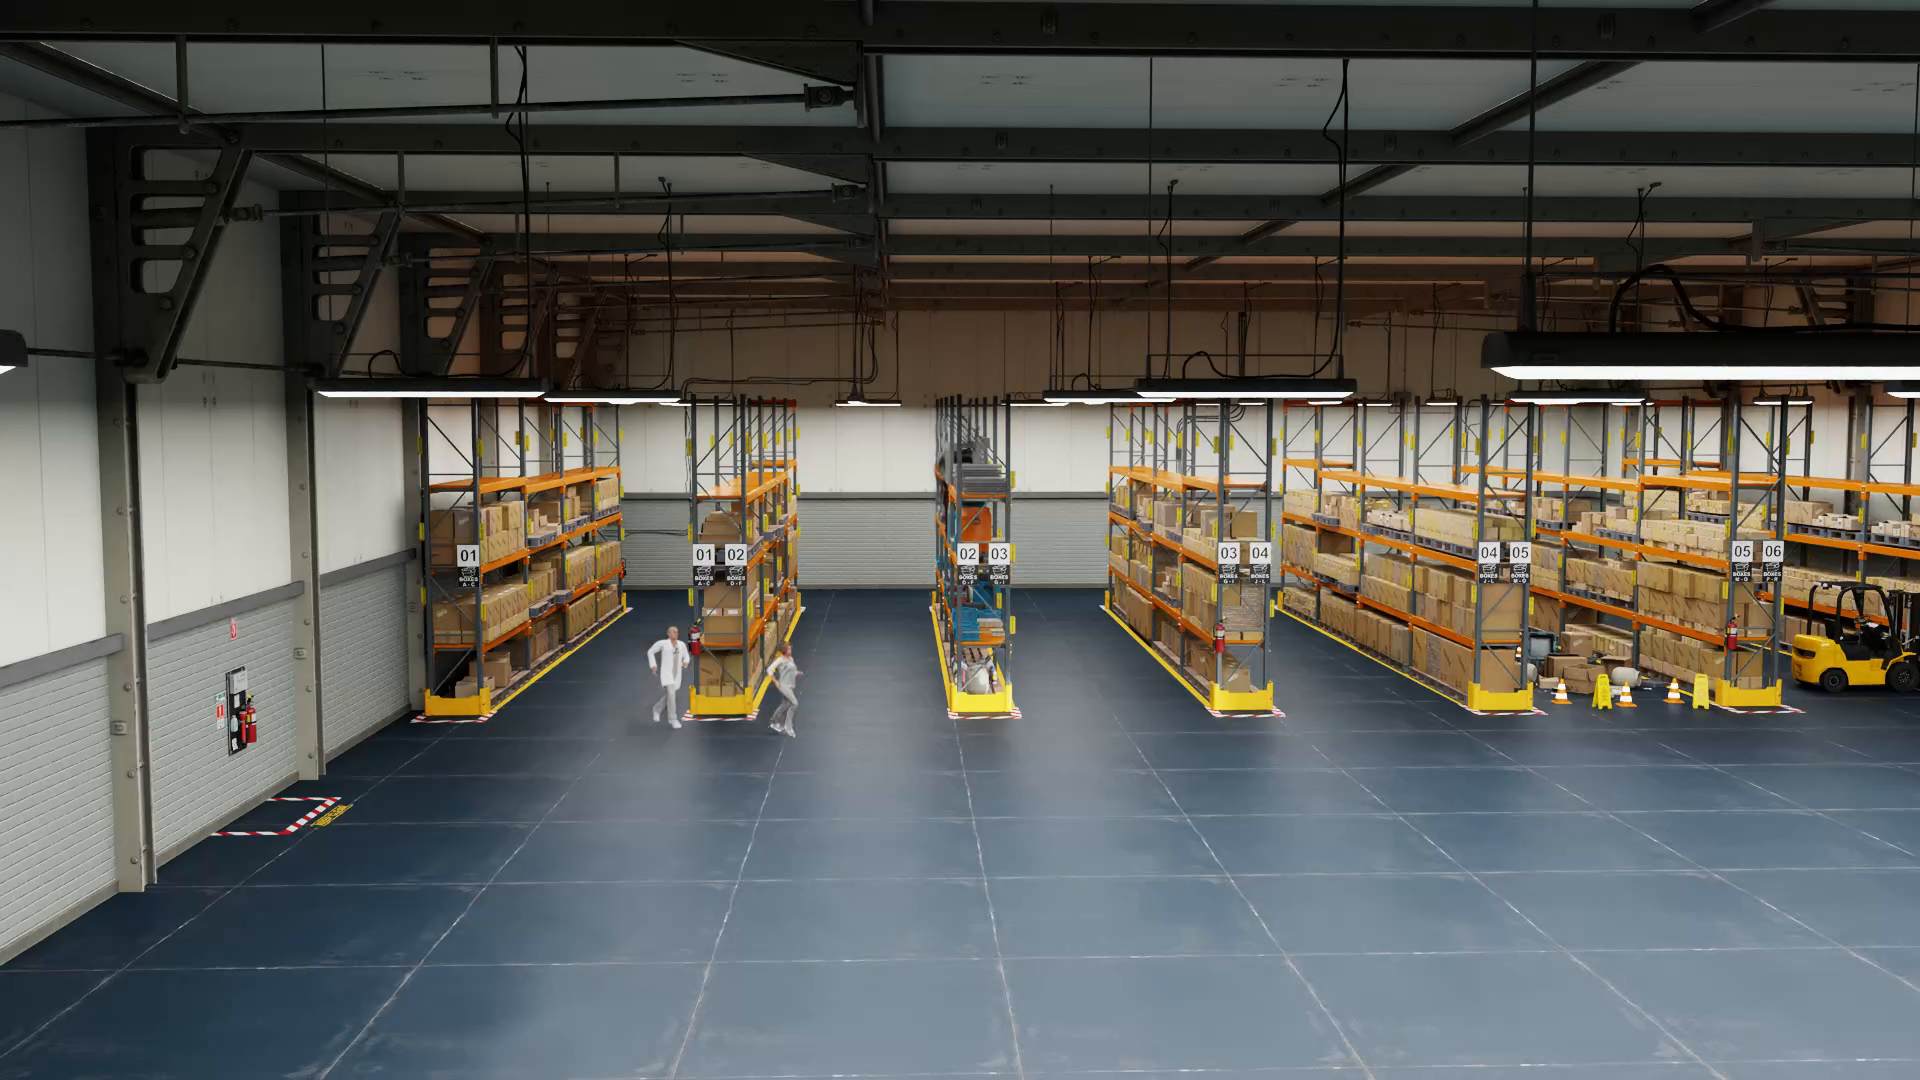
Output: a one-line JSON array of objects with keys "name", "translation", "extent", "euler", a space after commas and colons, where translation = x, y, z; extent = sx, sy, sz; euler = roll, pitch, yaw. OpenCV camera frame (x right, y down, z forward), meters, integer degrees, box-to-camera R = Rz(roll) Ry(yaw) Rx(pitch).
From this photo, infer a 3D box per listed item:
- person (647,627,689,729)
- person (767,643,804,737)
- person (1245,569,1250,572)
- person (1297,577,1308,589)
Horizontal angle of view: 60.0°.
[{"name": "person", "translation": [-5.213, 2.464, 30.155], "extent": [0.727, 1.767, 0.980], "euler": [-4, 6, -42]}, {"name": "person", "translation": [-3.054, 2.639, 29.194], "extent": [0.706, 1.612, 0.505], "euler": [2, 5, 21]}, {"name": "person", "translation": [7.992, 1.231, 46.025], "extent": [0.642, 1.748, 0.686], "euler": [0, 4, 0]}, {"name": "person", "translation": [10.079, 0.996, 48.890], "extent": [0.589, 1.735, 0.706], "euler": [-1, 5, -11]}]
